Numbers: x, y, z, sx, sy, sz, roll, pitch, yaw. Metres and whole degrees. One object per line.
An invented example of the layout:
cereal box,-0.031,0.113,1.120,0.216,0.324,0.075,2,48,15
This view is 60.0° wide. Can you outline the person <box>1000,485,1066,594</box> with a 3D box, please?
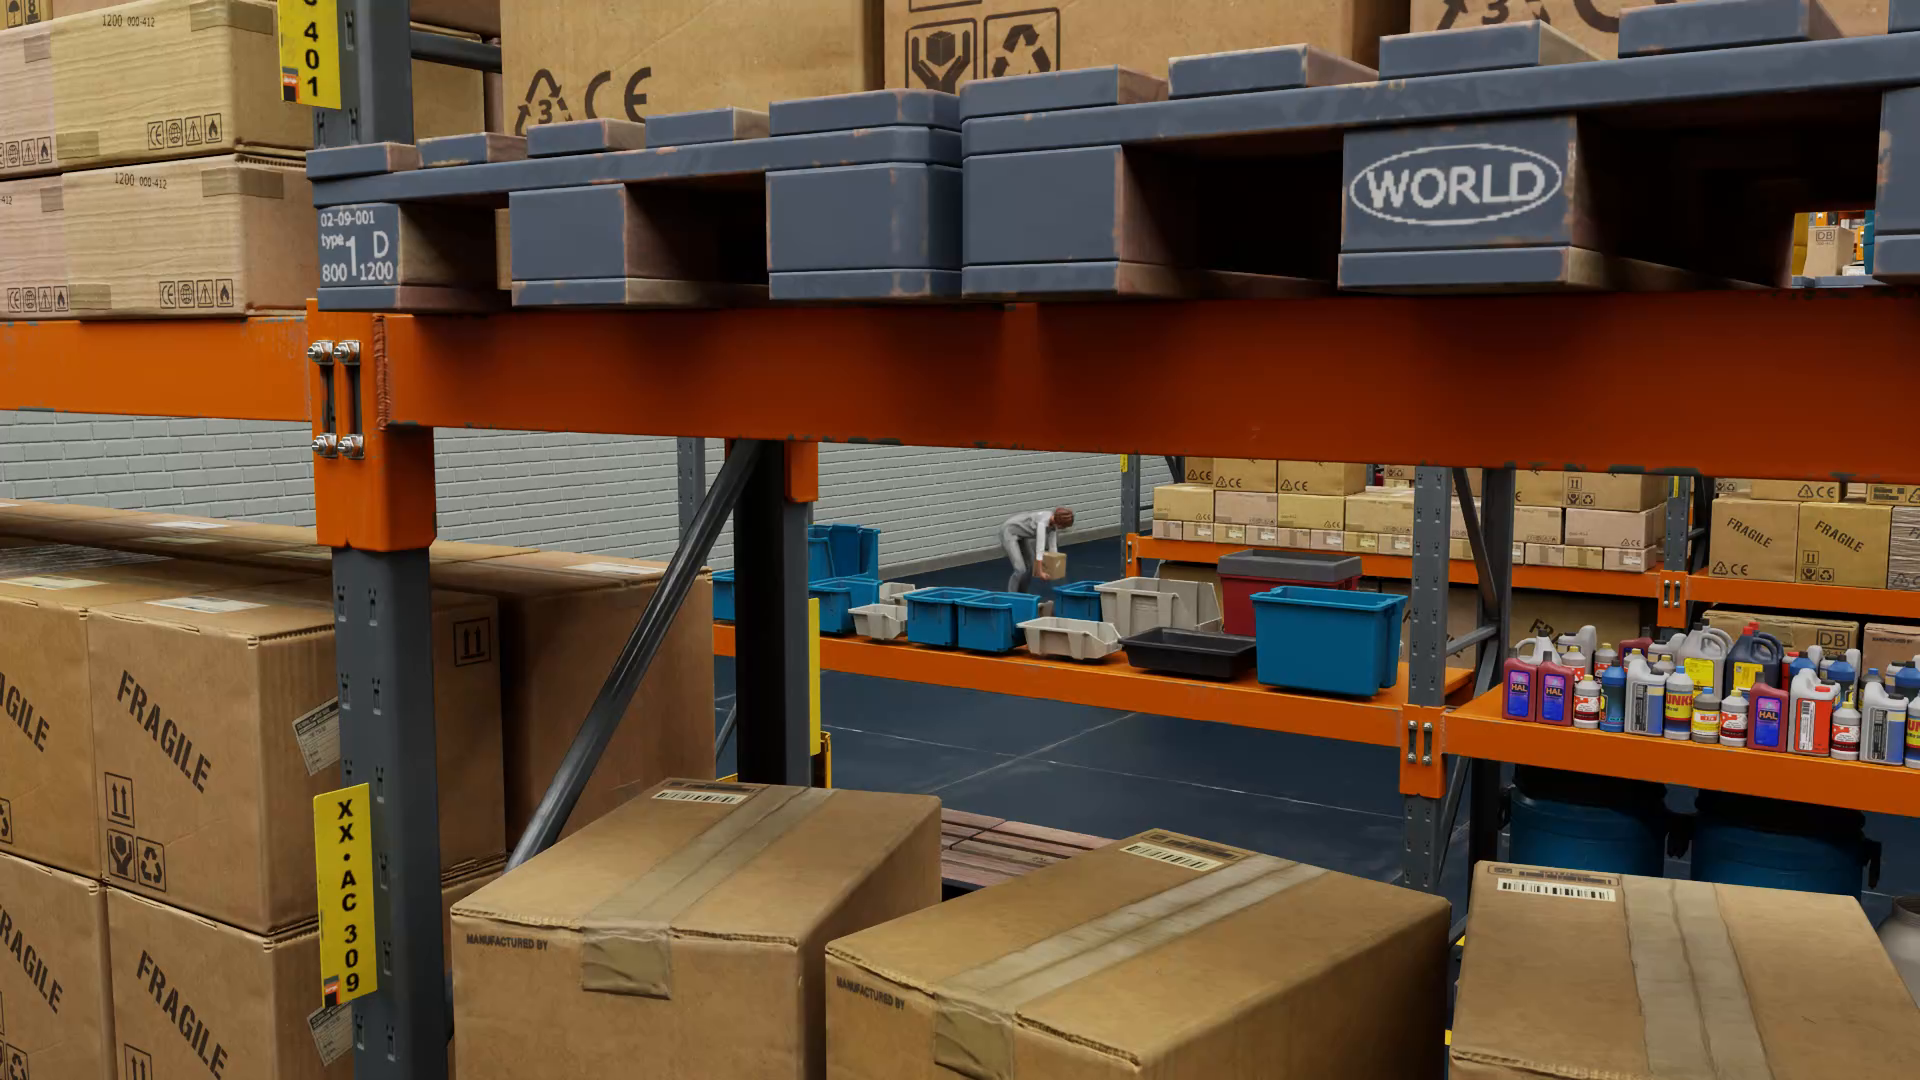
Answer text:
person,0.766,0.105,17.365,0.737,1.355,0.379,4,8,32
